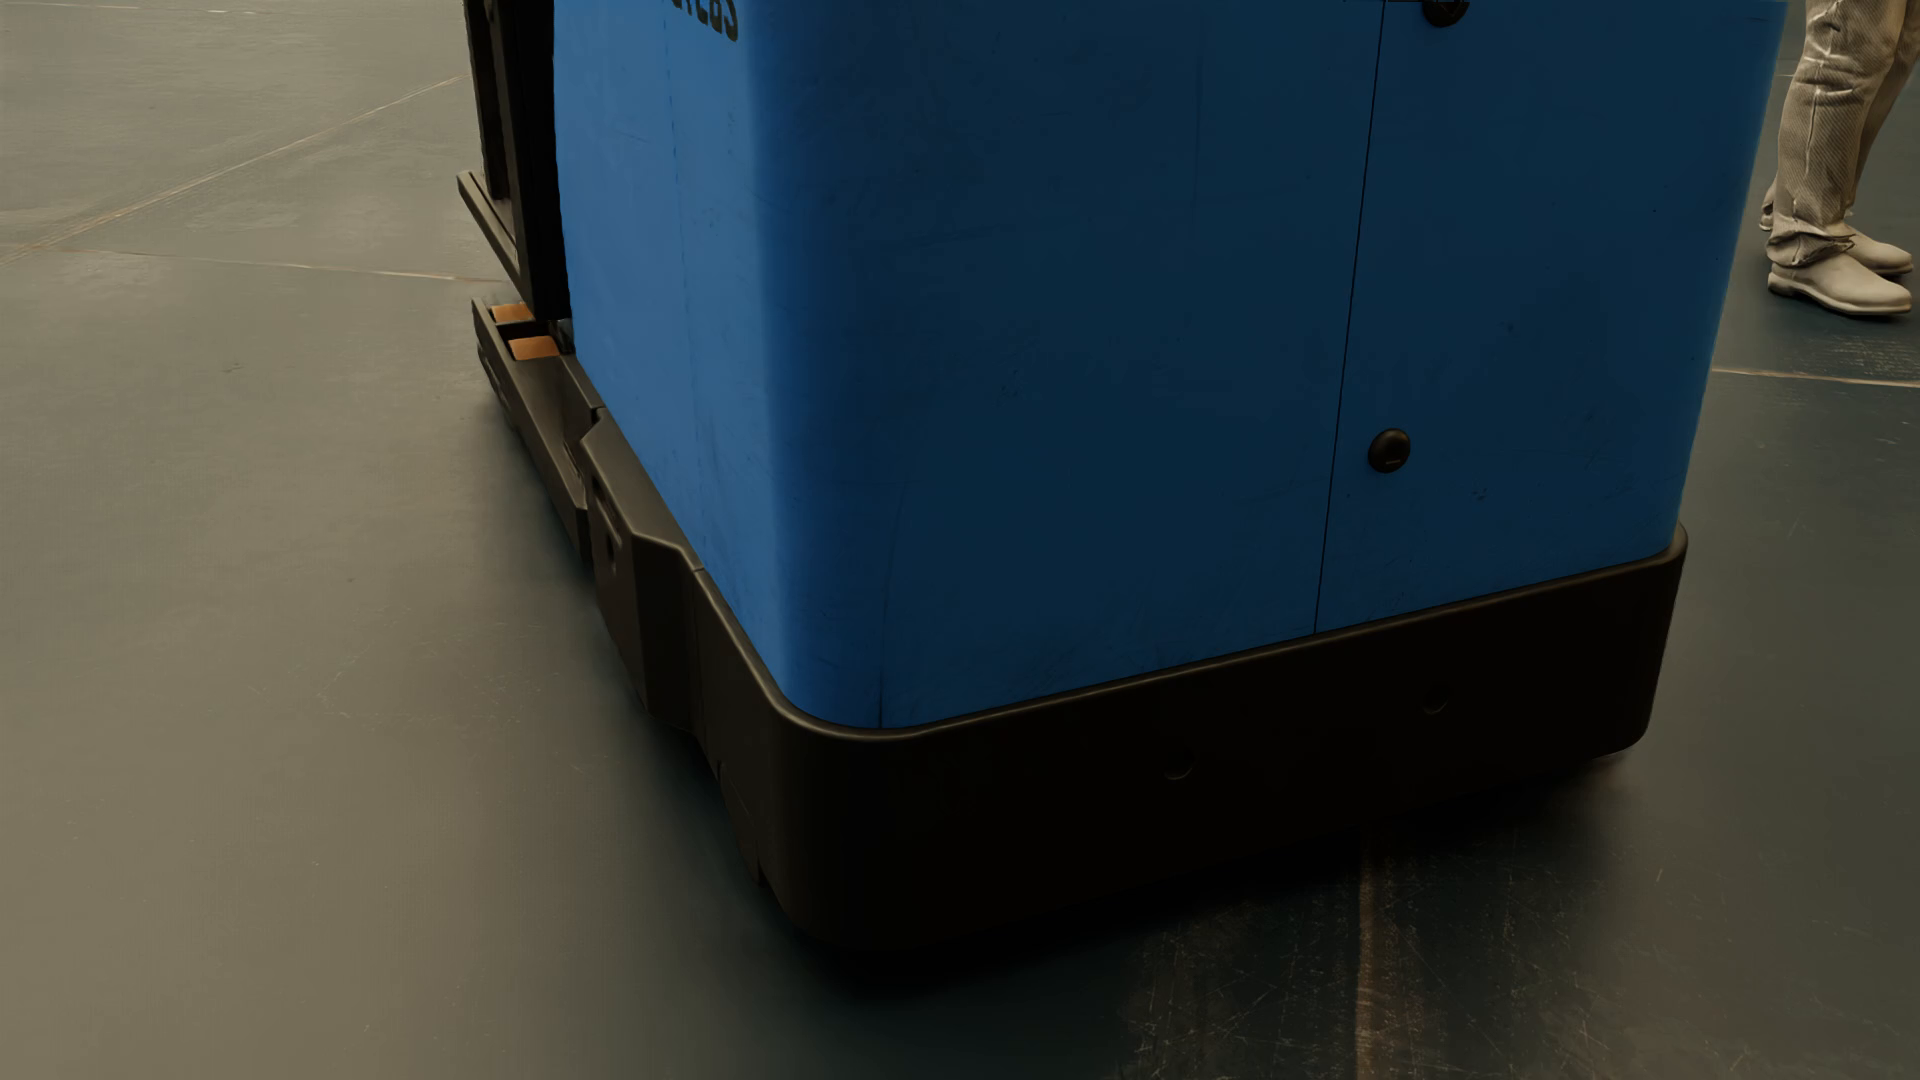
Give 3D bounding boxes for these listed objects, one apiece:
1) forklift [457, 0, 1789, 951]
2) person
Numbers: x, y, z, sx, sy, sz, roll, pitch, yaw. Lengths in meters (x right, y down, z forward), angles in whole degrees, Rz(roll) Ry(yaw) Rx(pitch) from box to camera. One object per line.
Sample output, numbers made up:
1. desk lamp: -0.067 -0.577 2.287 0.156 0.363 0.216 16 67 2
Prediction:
1. forklift: -0.238 -1.561 2.339 1.130 2.935 3.031 -11 29 -20
2. person: 1.924 -1.390 3.280 0.656 1.779 0.559 -18 32 -32
